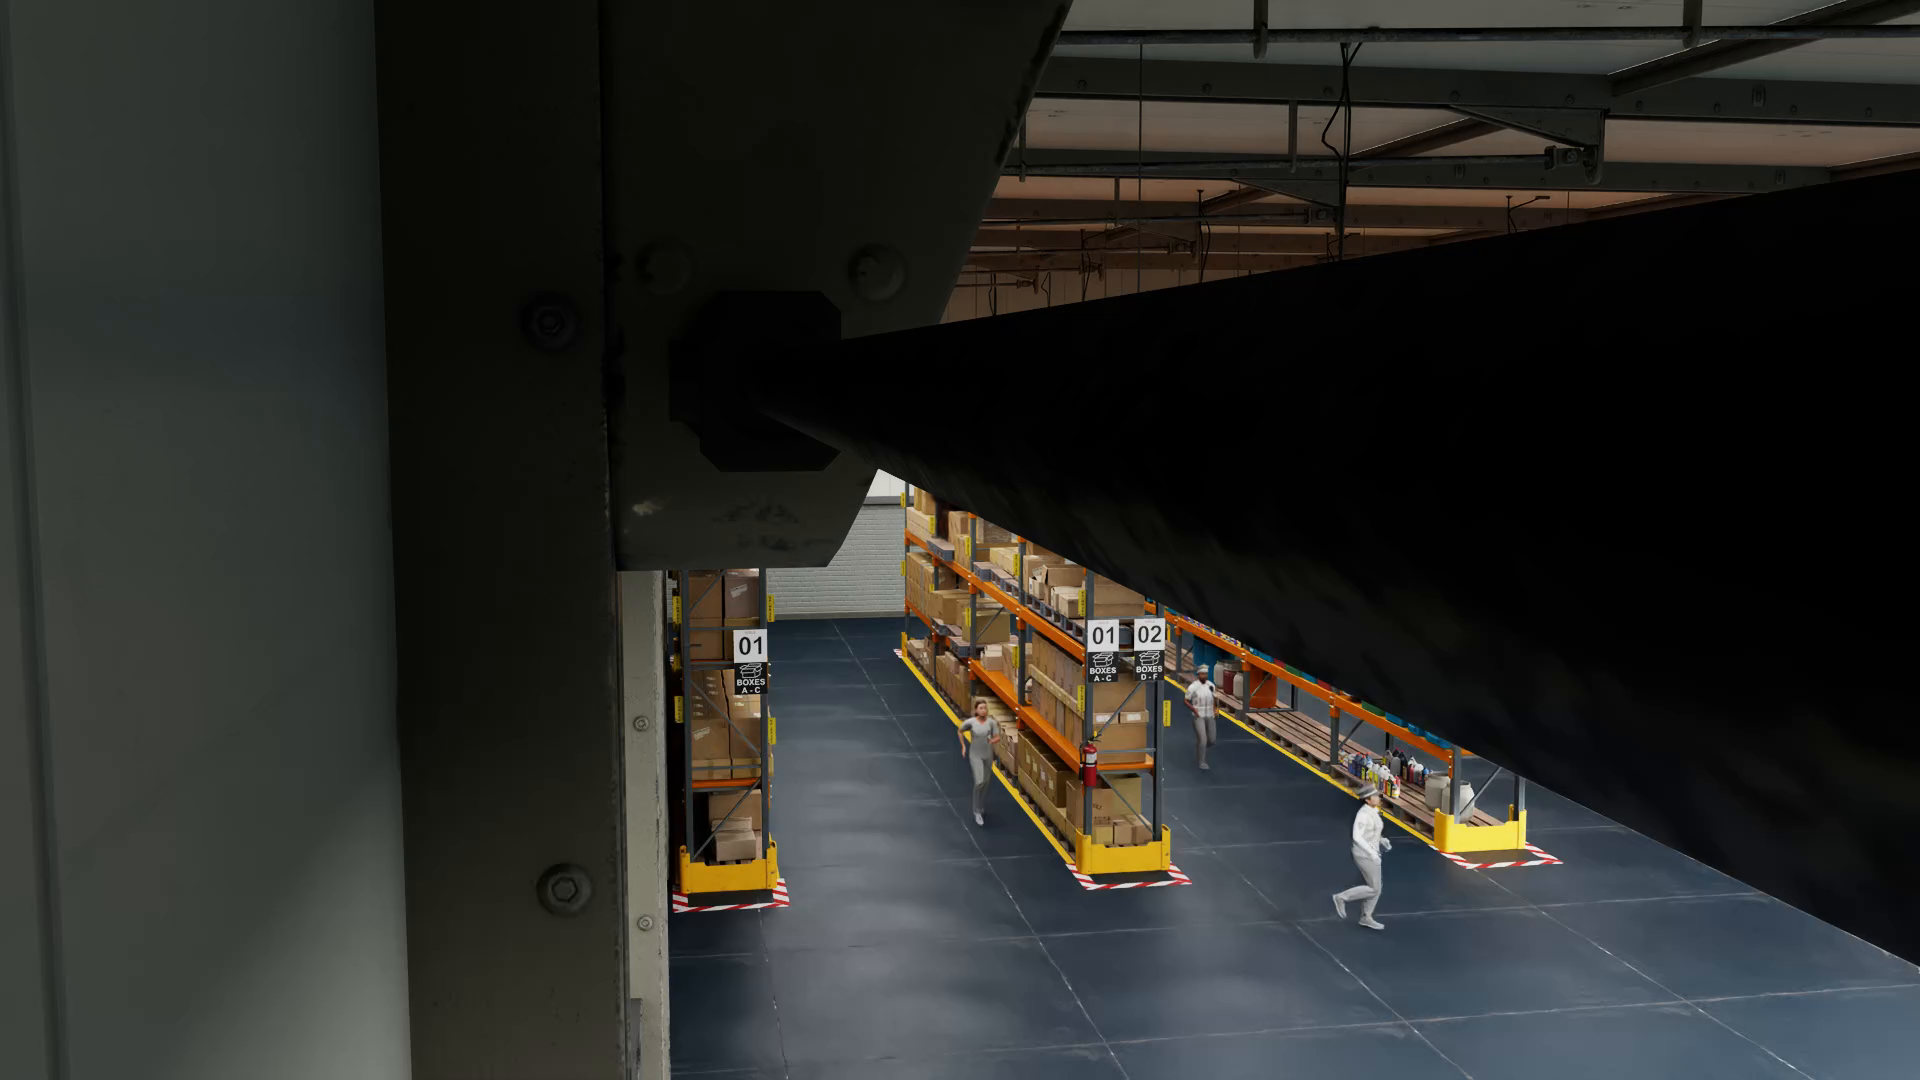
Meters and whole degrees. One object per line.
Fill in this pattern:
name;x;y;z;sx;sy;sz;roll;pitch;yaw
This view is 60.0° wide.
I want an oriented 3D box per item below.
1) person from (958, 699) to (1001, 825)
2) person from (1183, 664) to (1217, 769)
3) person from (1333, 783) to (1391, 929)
person;0.284;3.083;23.307;0.533;1.724;0.748;-2;6;-18
person;3.828;2.777;26.351;0.574;1.649;0.566;-2;6;-16
person;4.567;3.566;18.866;0.603;1.668;0.615;2;6;21
